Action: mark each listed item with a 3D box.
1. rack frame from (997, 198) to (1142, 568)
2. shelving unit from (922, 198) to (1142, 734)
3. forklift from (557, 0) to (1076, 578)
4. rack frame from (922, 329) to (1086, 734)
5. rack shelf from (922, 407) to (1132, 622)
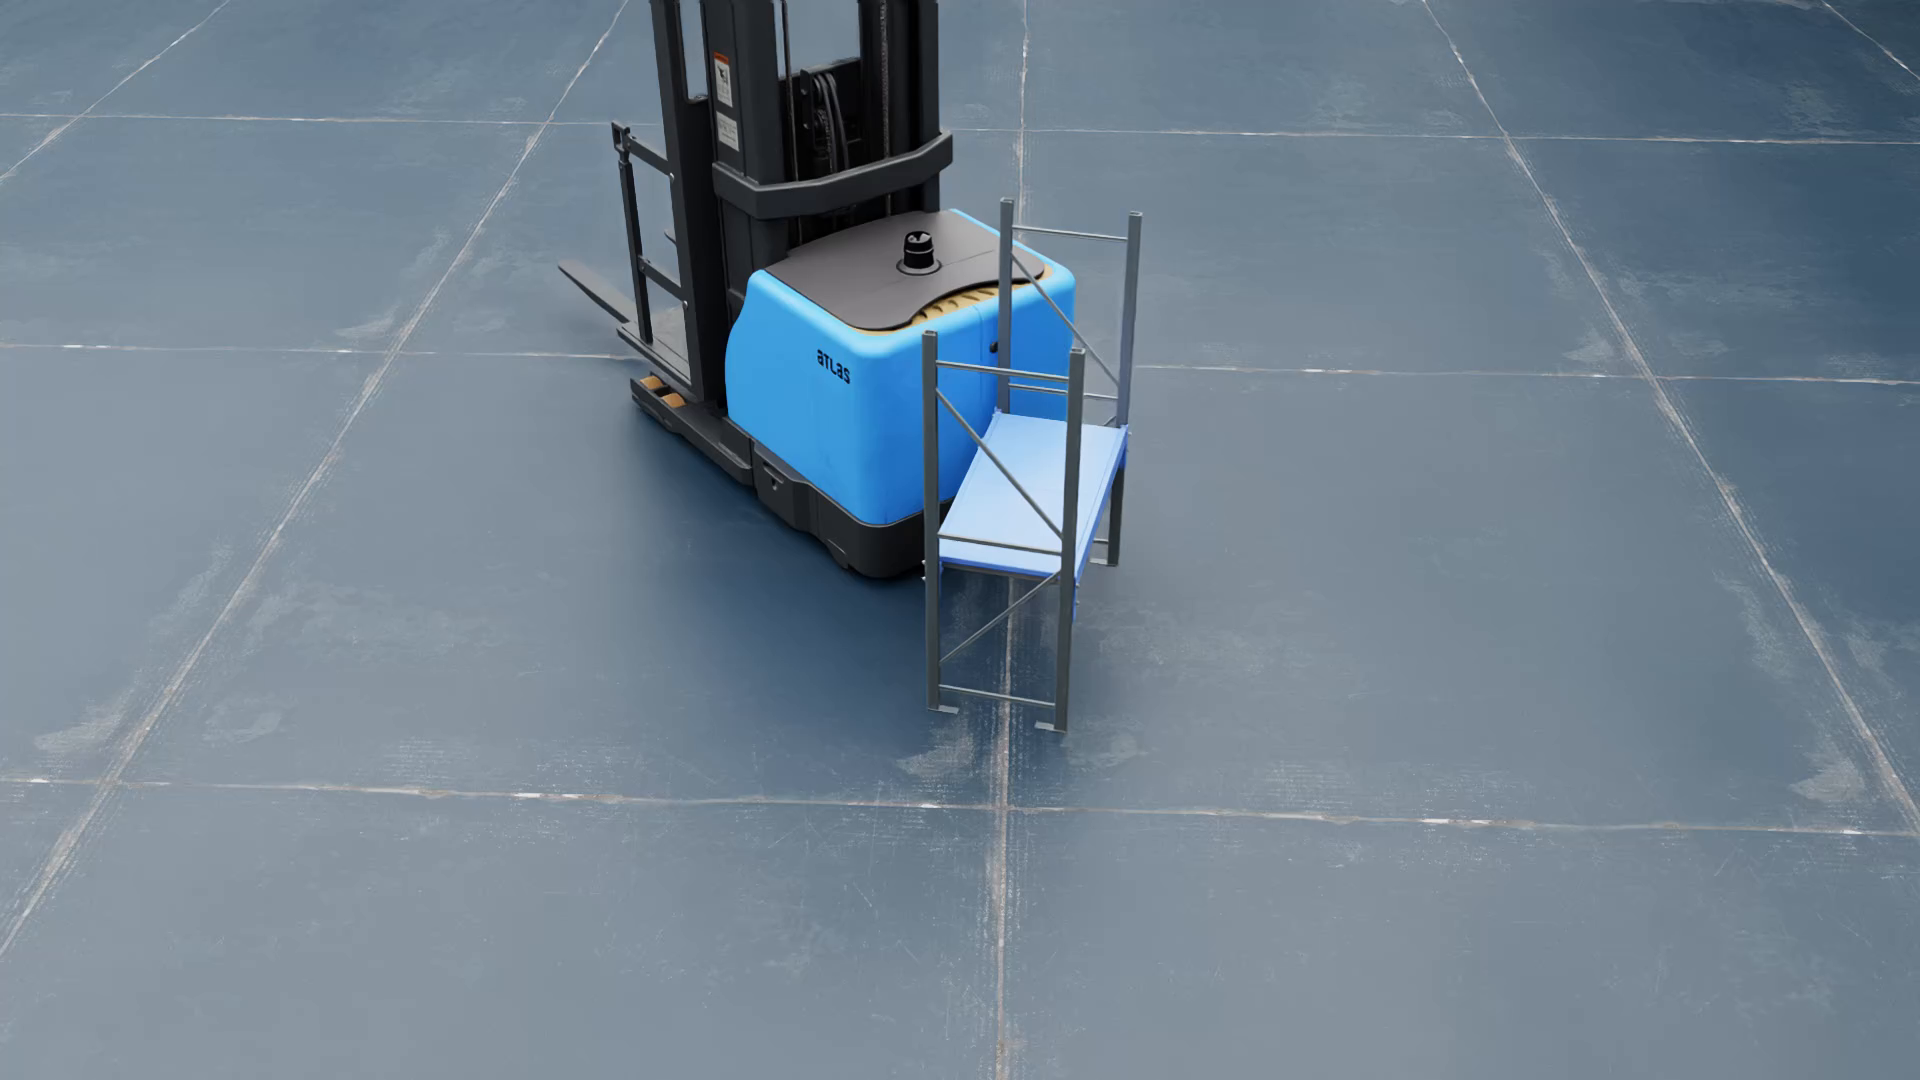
[{"bbox_3d":[0.386,-0.548,6.225,0.500,1.500,0.032,9,36,12],"label":"rack frame"},{"bbox_3d":[0.258,-0.265,5.823,0.538,1.500,1.048,9,36,12],"label":"shelving unit"},{"bbox_3d":[-0.837,-1.843,6.823,1.130,2.935,3.031,-24,42,-30],"label":"forklift"},{"bbox_3d":[0.129,0.018,5.420,0.500,1.500,0.032,9,36,12],"label":"rack frame"},{"bbox_3d":[0.258,-0.118,5.926,0.538,0.185,1.000,9,36,12],"label":"rack shelf"}]
